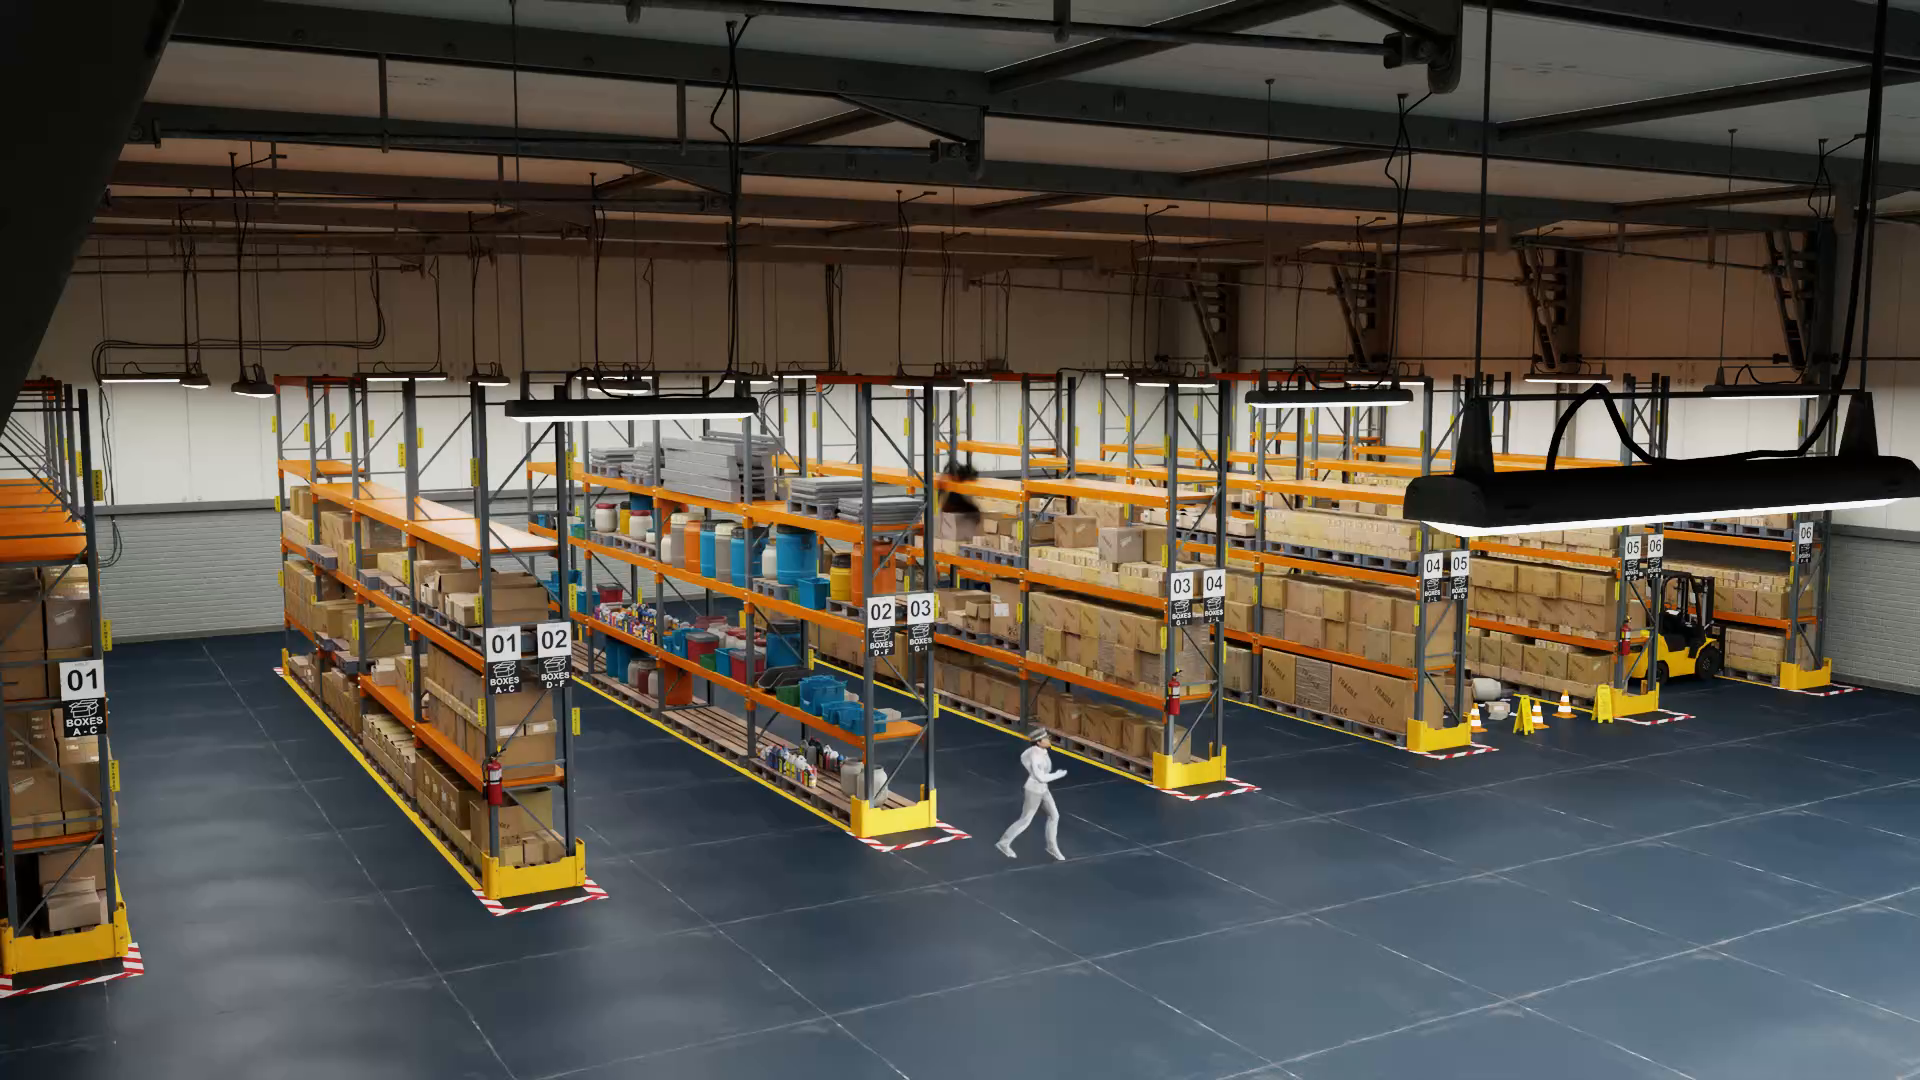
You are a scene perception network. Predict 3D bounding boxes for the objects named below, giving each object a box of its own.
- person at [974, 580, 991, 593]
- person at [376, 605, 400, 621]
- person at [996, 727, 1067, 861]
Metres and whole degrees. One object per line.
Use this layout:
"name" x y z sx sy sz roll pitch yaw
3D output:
"person" 0.625 0.946 42.242 0.608 1.622 0.613 5 8 41
"person" -12.026 1.732 34.890 0.671 1.573 0.648 2 7 20
"person" 0.911 3.203 20.971 0.881 1.743 0.623 1 6 8
